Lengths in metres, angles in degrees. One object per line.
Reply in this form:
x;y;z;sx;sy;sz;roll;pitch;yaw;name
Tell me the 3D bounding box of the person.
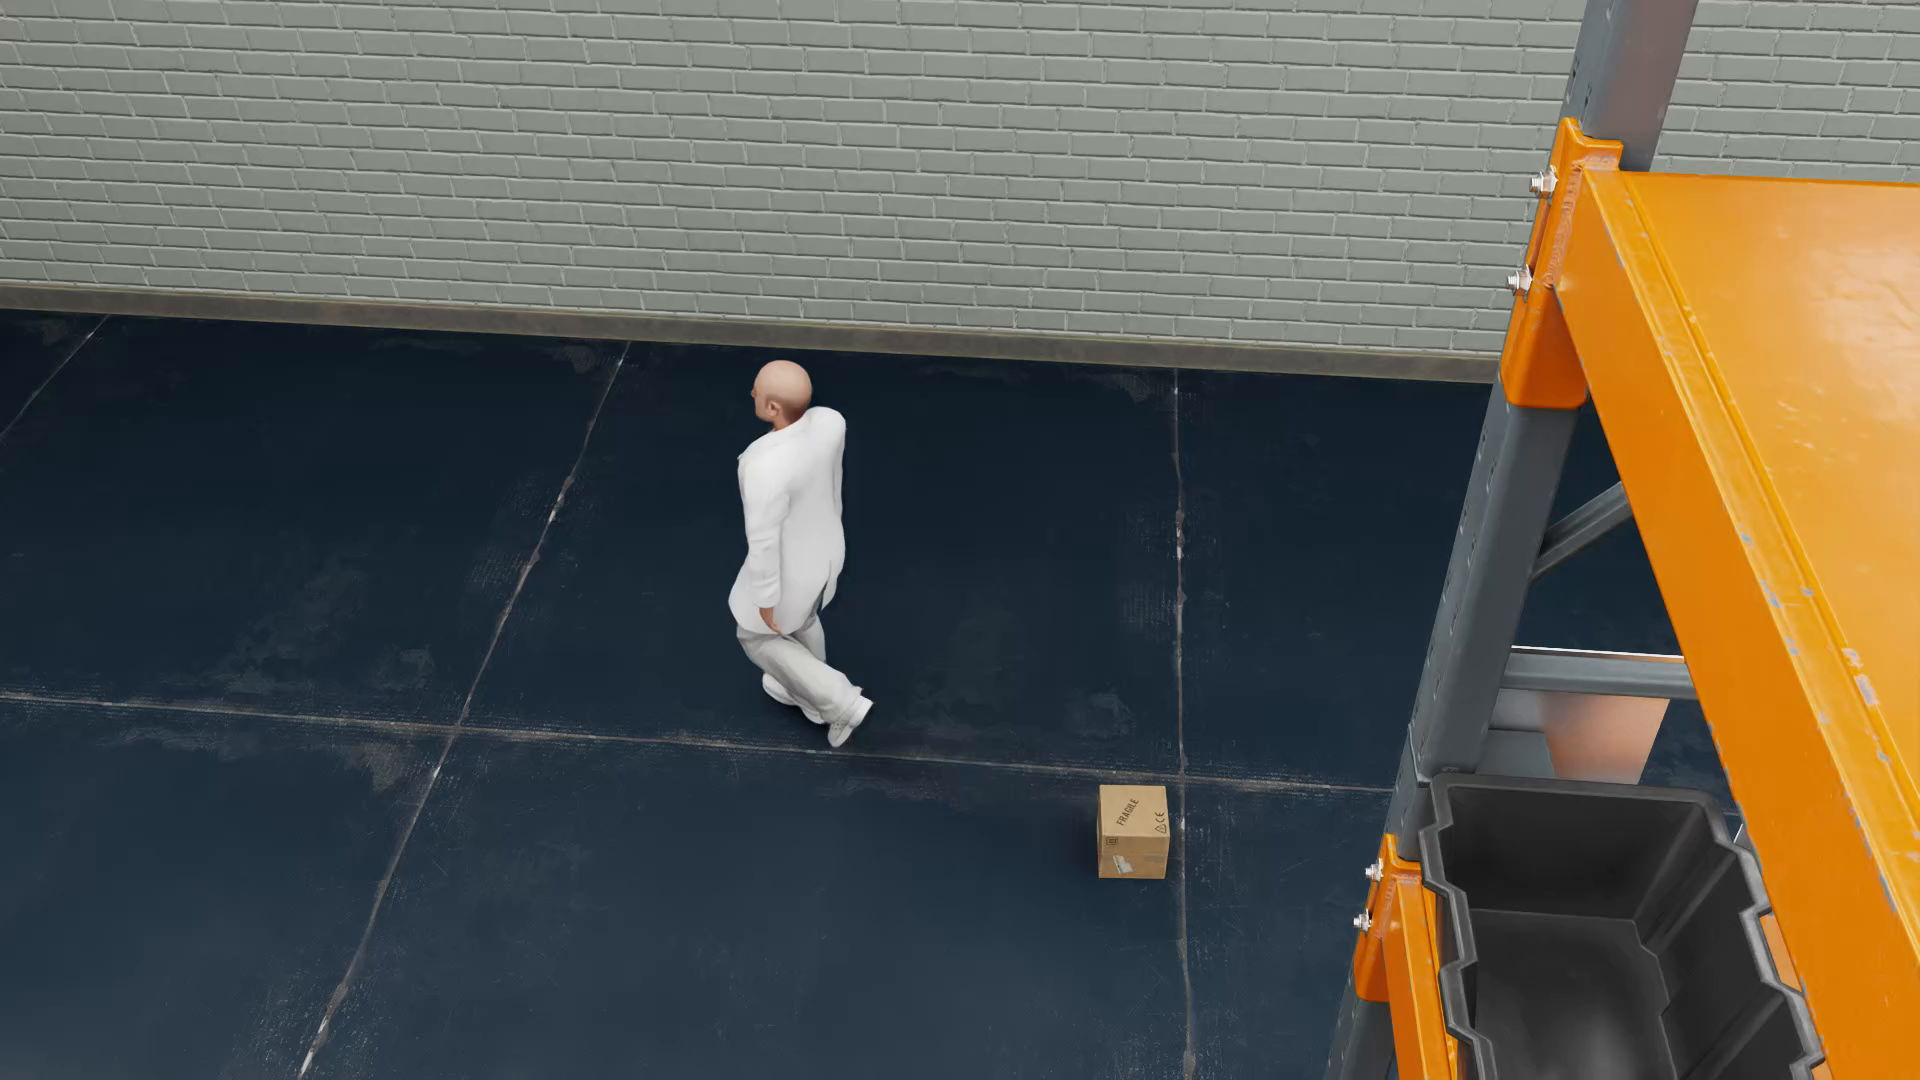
-0.594;0.083;6.323;0.647;1.759;0.620;20;44;23;person
